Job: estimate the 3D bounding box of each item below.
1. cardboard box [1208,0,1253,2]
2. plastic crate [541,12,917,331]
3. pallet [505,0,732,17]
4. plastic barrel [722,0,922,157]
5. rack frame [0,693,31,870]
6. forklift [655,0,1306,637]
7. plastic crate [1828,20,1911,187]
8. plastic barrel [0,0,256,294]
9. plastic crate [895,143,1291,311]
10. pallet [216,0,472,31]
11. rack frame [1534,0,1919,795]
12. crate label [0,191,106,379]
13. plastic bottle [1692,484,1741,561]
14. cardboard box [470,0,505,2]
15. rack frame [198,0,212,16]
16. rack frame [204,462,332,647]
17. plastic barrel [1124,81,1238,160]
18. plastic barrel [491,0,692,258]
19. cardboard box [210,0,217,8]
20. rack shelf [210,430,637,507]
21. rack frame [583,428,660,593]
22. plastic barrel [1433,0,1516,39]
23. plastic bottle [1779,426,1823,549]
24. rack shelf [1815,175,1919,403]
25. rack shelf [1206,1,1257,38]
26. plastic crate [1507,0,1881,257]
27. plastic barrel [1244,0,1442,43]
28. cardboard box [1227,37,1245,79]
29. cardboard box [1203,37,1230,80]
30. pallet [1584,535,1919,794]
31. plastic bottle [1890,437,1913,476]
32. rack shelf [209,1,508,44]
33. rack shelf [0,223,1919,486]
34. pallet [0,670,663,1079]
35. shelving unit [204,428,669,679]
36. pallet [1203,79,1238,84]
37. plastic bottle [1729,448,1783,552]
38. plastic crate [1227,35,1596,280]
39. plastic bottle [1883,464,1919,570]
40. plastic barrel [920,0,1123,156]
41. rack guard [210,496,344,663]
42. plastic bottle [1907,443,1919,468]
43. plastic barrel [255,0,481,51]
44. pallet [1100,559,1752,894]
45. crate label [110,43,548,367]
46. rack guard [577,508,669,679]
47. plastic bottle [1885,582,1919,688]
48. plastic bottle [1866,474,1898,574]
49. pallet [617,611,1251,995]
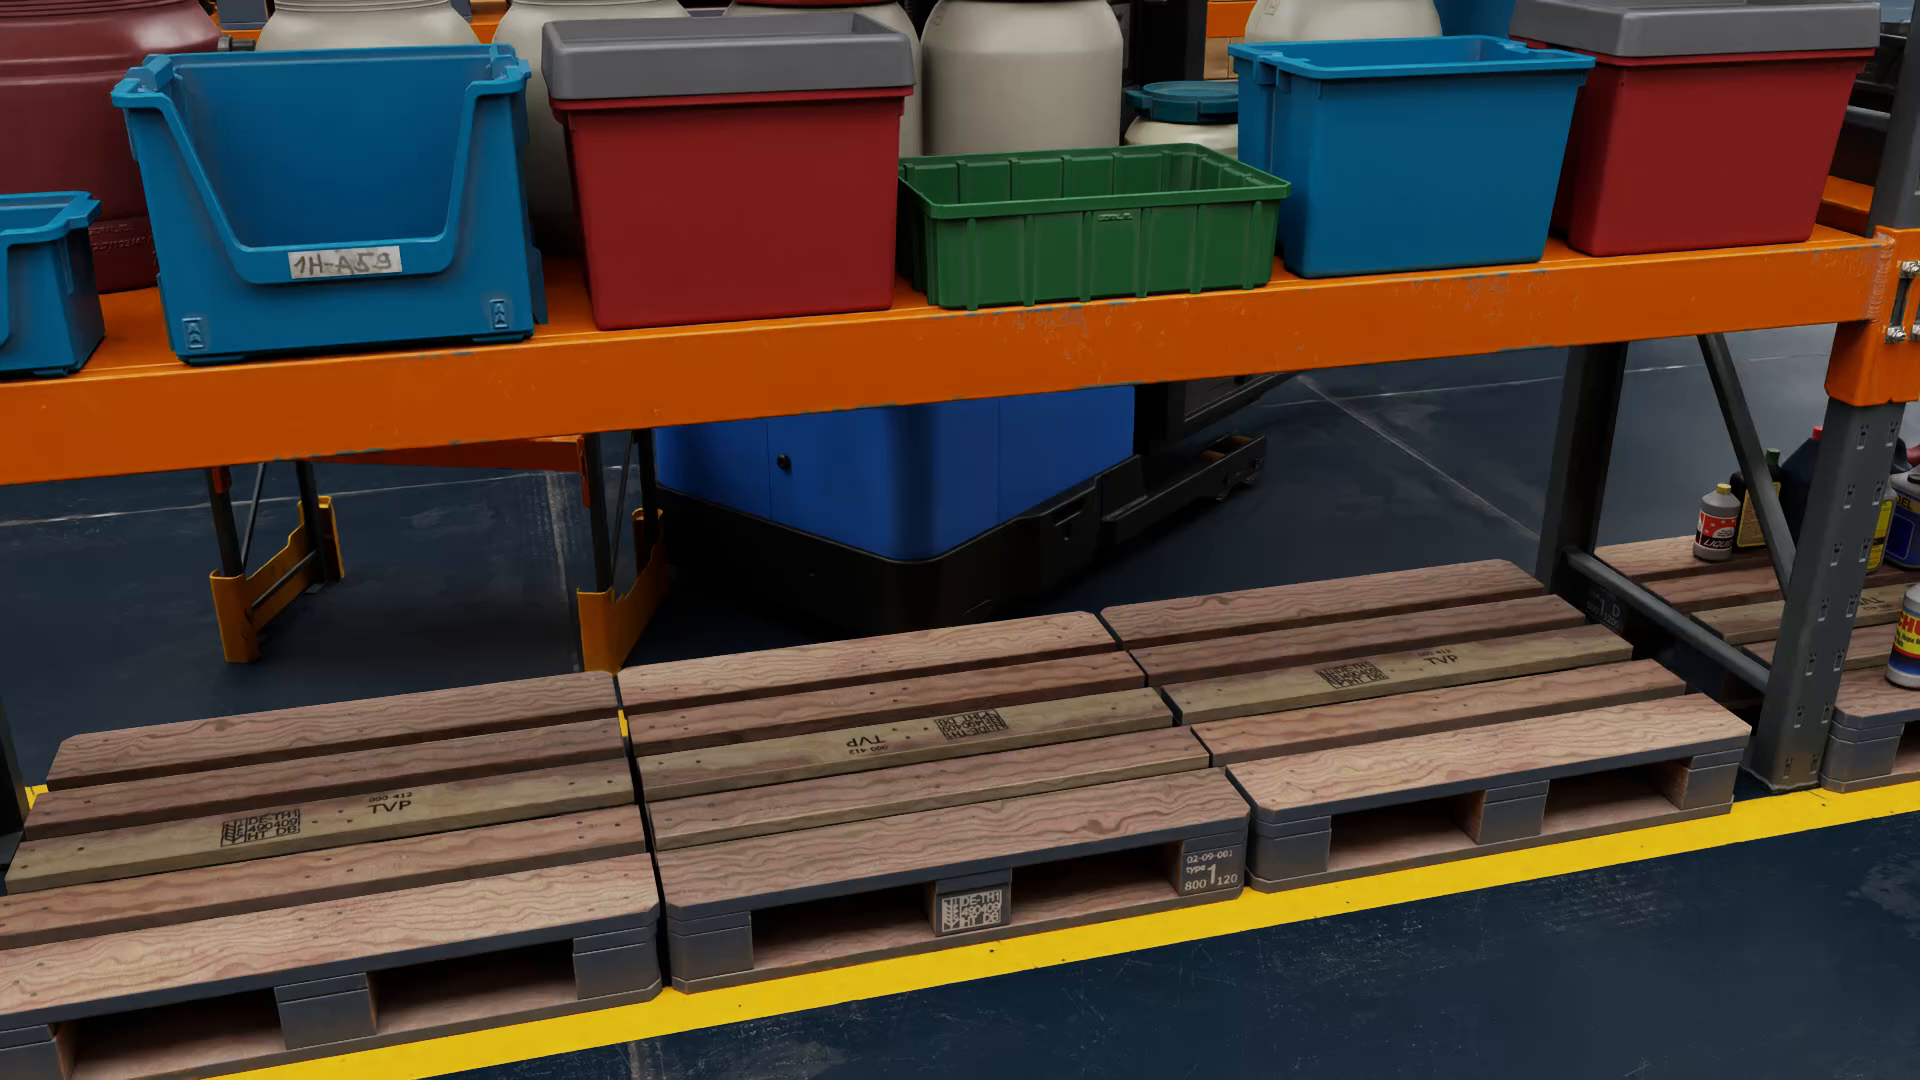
[{"bbox_3d":[1.242,-2.714,8.089,0.250,0.149,0.380,-6,24,-14],"label":"cardboard box"},{"bbox_3d":[-0.398,-0.641,2.858,0.583,0.464,0.402,-6,24,-14],"label":"plastic crate"},{"bbox_3d":[-1.480,-2.574,7.688,1.213,0.211,1.003,-6,24,-14],"label":"pallet"},{"bbox_3d":[-0.289,-0.901,3.373,0.433,0.535,0.433,0,23,0],"label":"plastic barrel"},{"bbox_3d":[-2.037,-0.555,2.740,0.127,3.000,1.000,-6,24,-14],"label":"rack frame"},{"bbox_3d":[0.396,-1.583,5.221,1.130,2.935,3.031,17,28,34],"label":"forklift"},{"bbox_3d":[2.353,-0.960,3.763,0.504,0.338,0.767,-6,24,-14],"label":"plastic crate"},{"bbox_3d":[-1.672,-0.782,3.097,0.708,0.536,0.600,-6,24,-14],"label":"plastic barrel"},{"bbox_3d":[0.214,-0.591,3.093,0.662,0.188,0.450,-6,24,-14],"label":"plastic crate"},{"bbox_3d":[-2.717,-2.464,7.432,1.003,0.211,1.213,-6,24,-14],"label":"pallet"},{"bbox_3d":[1.815,-0.981,3.733,0.127,3.000,1.000,-6,24,-14],"label":"rack frame"},{"bbox_3d":[-1.530,-0.381,2.546,0.416,0.233,0.303,-6,24,-14],"label":"crate label"},{"bbox_3d":[2.080,-0.055,4.564,0.097,0.201,0.097,0,23,0],"label":"plastic bottle"},{"bbox_3d":[-3.166,-3.614,12.189,0.750,0.750,1.050,-6,24,-14],"label":"cardboard box"},{"bbox_3d":[-3.375,-2.436,7.123,0.127,3.000,1.000,-6,24,-14],"label":"rack frame"},{"bbox_3d":[-1.919,-0.474,4.452,0.032,1.500,0.500,2,23,5],"label":"rack frame"},{"bbox_3d":[0.499,-0.835,3.568,0.301,0.262,0.301,0,23,0],"label":"plastic barrel"},{"bbox_3d":[-0.698,-0.842,3.267,0.421,0.512,0.421,0,23,0],"label":"plastic barrel"},{"bbox_3d":[-5.205,-3.546,11.397,0.500,0.250,0.500,-7,24,-16],"label":"cardboard box"},{"bbox_3d":[-1.413,-0.289,4.478,1.000,0.185,0.538,2,23,5],"label":"rack shelf"},{"bbox_3d":[-0.907,-0.435,4.361,0.032,1.500,0.500,2,23,5],"label":"rack frame"},{"bbox_3d":[1.361,-1.286,3.806,0.708,0.901,0.600,-6,24,-14],"label":"plastic barrel"},{"bbox_3d":[2.357,-0.144,4.584,0.185,0.351,0.144,-7,24,-16],"label":"plastic bottle"},{"bbox_3d":[3.740,-0.864,4.371,4.000,0.370,1.077,-6,24,-14],"label":"rack shelf"},{"bbox_3d":[2.402,-2.744,8.754,4.000,0.370,1.077,-6,24,-14],"label":"rack shelf"},{"bbox_3d":[1.431,-0.843,3.330,0.583,0.464,0.402,-6,24,-14],"label":"plastic crate"},{"bbox_3d":[0.834,-1.025,3.663,0.433,0.535,0.433,0,23,0],"label":"plastic barrel"},{"bbox_3d":[2.450,-4.301,13.632,0.875,0.875,0.875,-6,24,-14],"label":"cardboard box"},{"bbox_3d":[1.604,-4.206,13.411,0.875,0.875,0.875,-7,24,-15],"label":"cardboard box"},{"bbox_3d":[2.473,0.244,4.413,1.213,0.211,1.003,-6,24,-14],"label":"pallet"},{"bbox_3d":[2.542,-0.165,4.631,0.185,0.351,0.144,-8,24,-17],"label":"plastic bottle"},{"bbox_3d":[-1.449,-2.318,7.761,4.000,0.370,1.077,-6,24,-14],"label":"rack shelf"},{"bbox_3d":[-0.111,-0.438,3.378,4.000,0.370,1.077,-6,24,-14],"label":"rack shelf"},{"bbox_3d":[-1.280,0.658,3.448,1.213,0.211,1.003,-6,24,-14],"label":"pallet"},{"bbox_3d":[-1.422,-0.455,4.407,1.083,1.500,0.587,2,23,5],"label":"shelving unit"},{"bbox_3d":[2.337,-3.785,13.804,1.213,0.211,1.003,-6,24,-14],"label":"pallet"},{"bbox_3d":[2.189,-0.112,4.593,0.133,0.283,0.061,-5,24,-12],"label":"plastic bottle"},{"bbox_3d":[0.837,-0.738,3.187,0.575,0.384,0.392,-6,24,-14],"label":"plastic crate"},{"bbox_3d":[2.606,-0.077,4.521,0.135,0.276,0.152,-6,24,-14],"label":"plastic bottle"},{"bbox_3d":[0.128,-0.947,3.481,0.433,0.535,0.433,0,23,0],"label":"plastic barrel"},{"bbox_3d":[-1.918,0.101,4.698,0.087,0.250,0.587,2,23,5],"label":"rack guard"},{"bbox_3d":[2.687,-0.167,4.722,0.133,0.283,0.061,-5,24,-11],"label":"plastic bottle"},{"bbox_3d":[-1.104,-0.797,3.162,0.421,0.512,0.421,0,23,0],"label":"plastic barrel"},{"bbox_3d":[1.069,0.398,4.054,1.213,0.211,1.003,-6,24,-14],"label":"pallet"},{"bbox_3d":[-1.007,-0.575,2.740,0.616,0.435,0.502,-6,24,-14],"label":"crate label"},{"bbox_3d":[-0.927,0.139,4.610,0.087,0.250,0.587,2,23,5],"label":"rack guard"},{"bbox_3d":[2.240,0.203,3.876,0.097,0.271,0.097,0,23,0],"label":"plastic bottle"},{"bbox_3d":[2.396,-0.090,4.456,0.185,0.351,0.144,-6,24,-14],"label":"plastic bottle"},{"bbox_3d":[-0.108,0.530,3.748,1.213,0.211,1.003,-6,24,-14],"label":"pallet"}]
